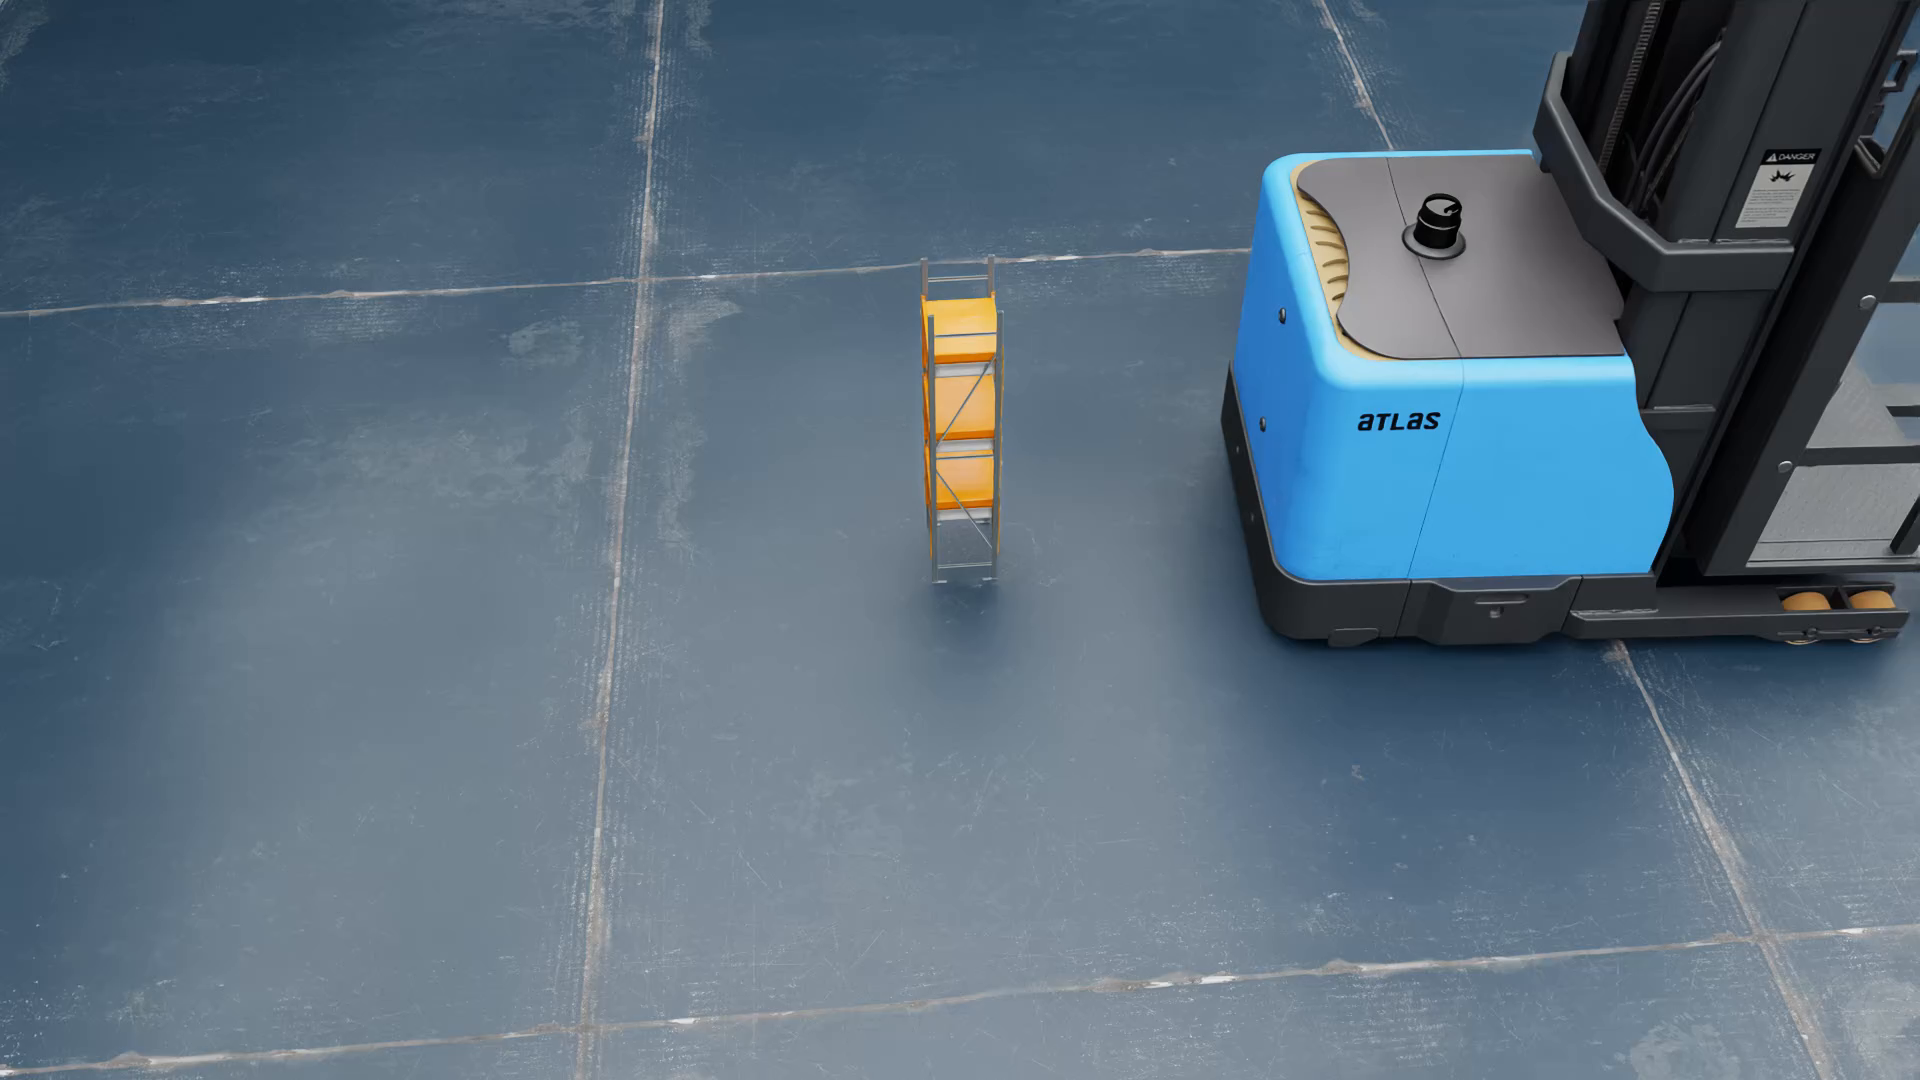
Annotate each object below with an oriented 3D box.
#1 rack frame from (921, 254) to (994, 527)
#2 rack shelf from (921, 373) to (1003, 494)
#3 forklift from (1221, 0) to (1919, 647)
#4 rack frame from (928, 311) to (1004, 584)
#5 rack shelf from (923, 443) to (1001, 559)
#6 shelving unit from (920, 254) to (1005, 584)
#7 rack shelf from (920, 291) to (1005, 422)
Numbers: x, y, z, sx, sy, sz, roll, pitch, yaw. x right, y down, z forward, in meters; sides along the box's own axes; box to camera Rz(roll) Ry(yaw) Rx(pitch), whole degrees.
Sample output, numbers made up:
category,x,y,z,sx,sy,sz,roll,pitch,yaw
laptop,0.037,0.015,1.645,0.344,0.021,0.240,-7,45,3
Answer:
category,x,y,z,sx,sy,sz,roll,pitch,yaw
rack frame,-0.006,-0.411,4.916,0.200,1.050,0.008,-3,47,-3
rack shelf,0.004,-0.315,4.840,0.215,0.259,0.240,-3,47,-3
forklift,2.395,-1.083,4.257,3.031,2.935,1.130,-1,47,-1
rack frame,0.015,-0.234,4.749,0.200,1.050,0.008,-3,47,-3
rack shelf,0.004,-0.124,5.042,0.215,0.259,0.240,-3,47,-3
shelving unit,0.004,-0.322,4.832,0.215,1.050,0.252,-3,47,-3
rack shelf,0.004,-0.510,4.634,0.215,0.259,0.240,-3,47,-3
